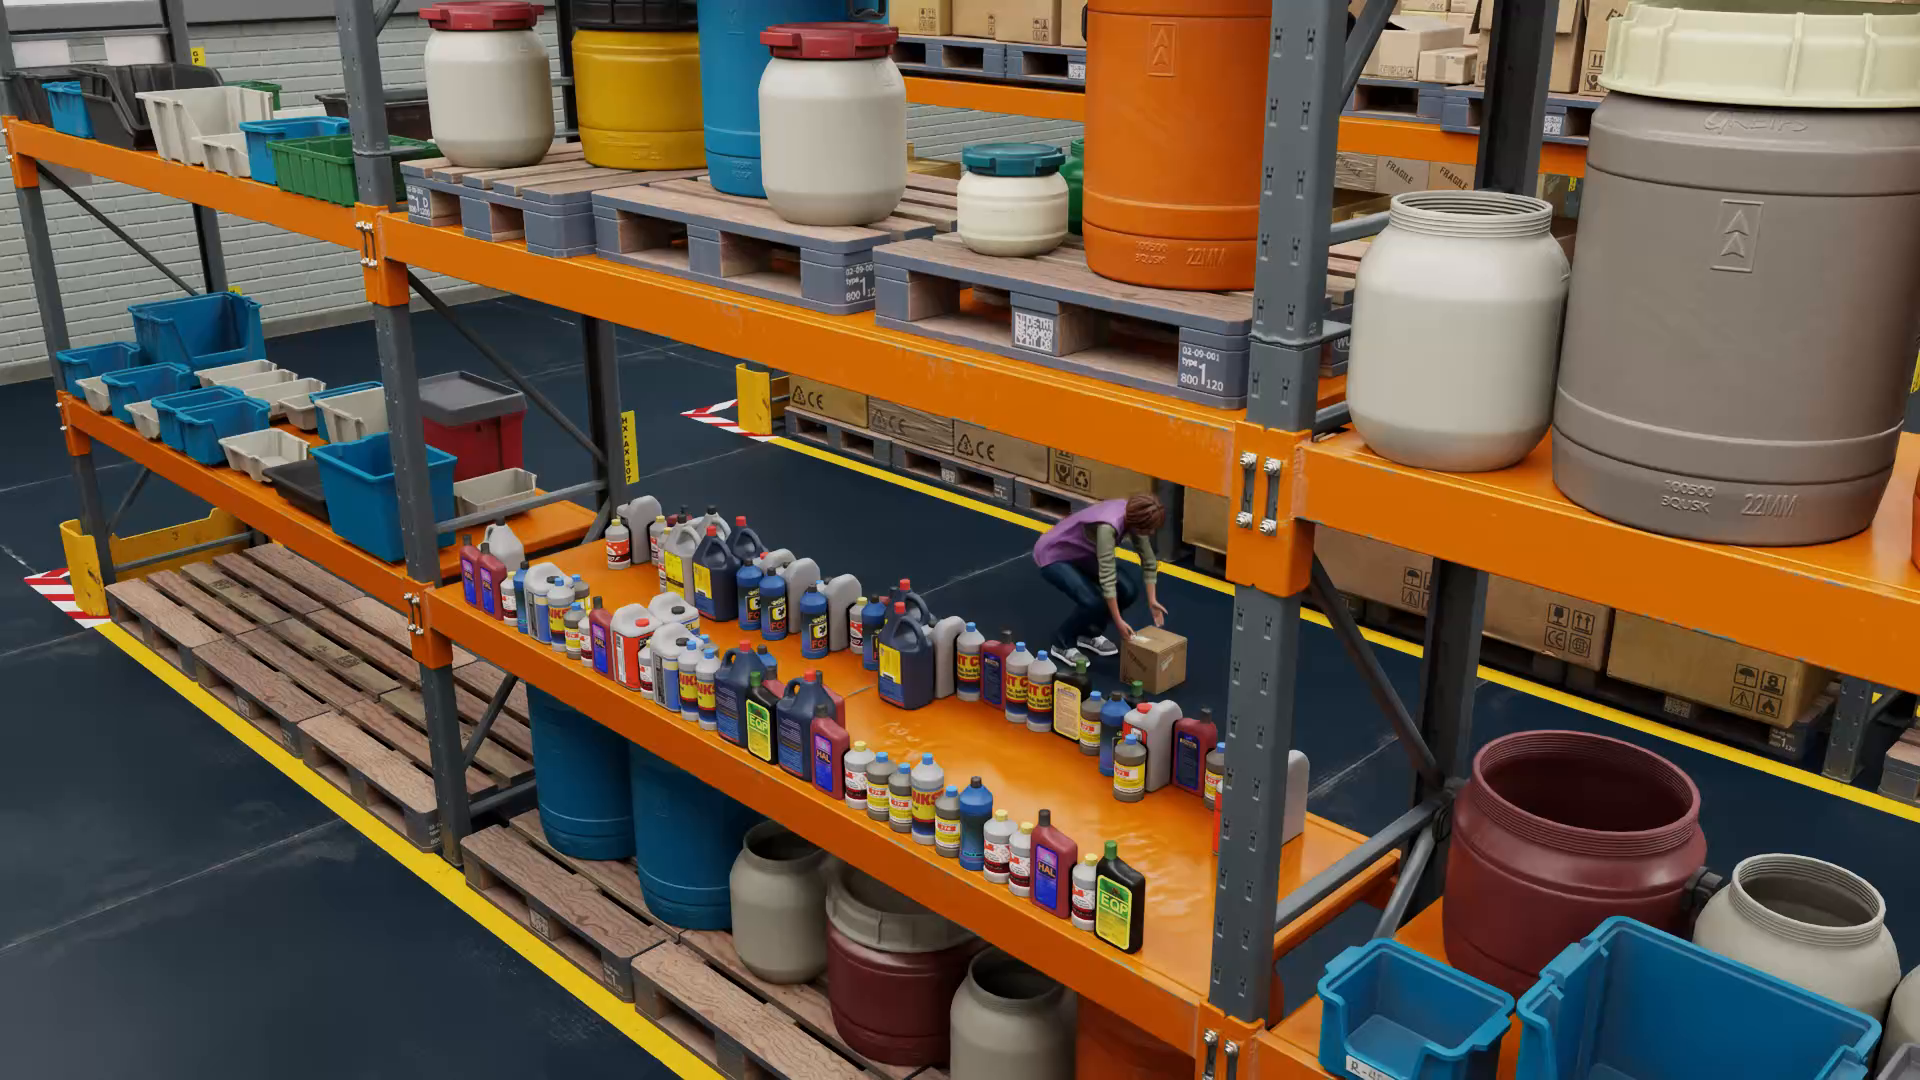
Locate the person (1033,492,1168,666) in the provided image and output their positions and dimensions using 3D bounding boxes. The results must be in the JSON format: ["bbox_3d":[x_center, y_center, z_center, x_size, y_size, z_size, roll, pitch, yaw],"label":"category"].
[{"bbox_3d":[0.758,0.173,8.951,0.768,1.022,0.458,19,28,41],"label":"person"}]
